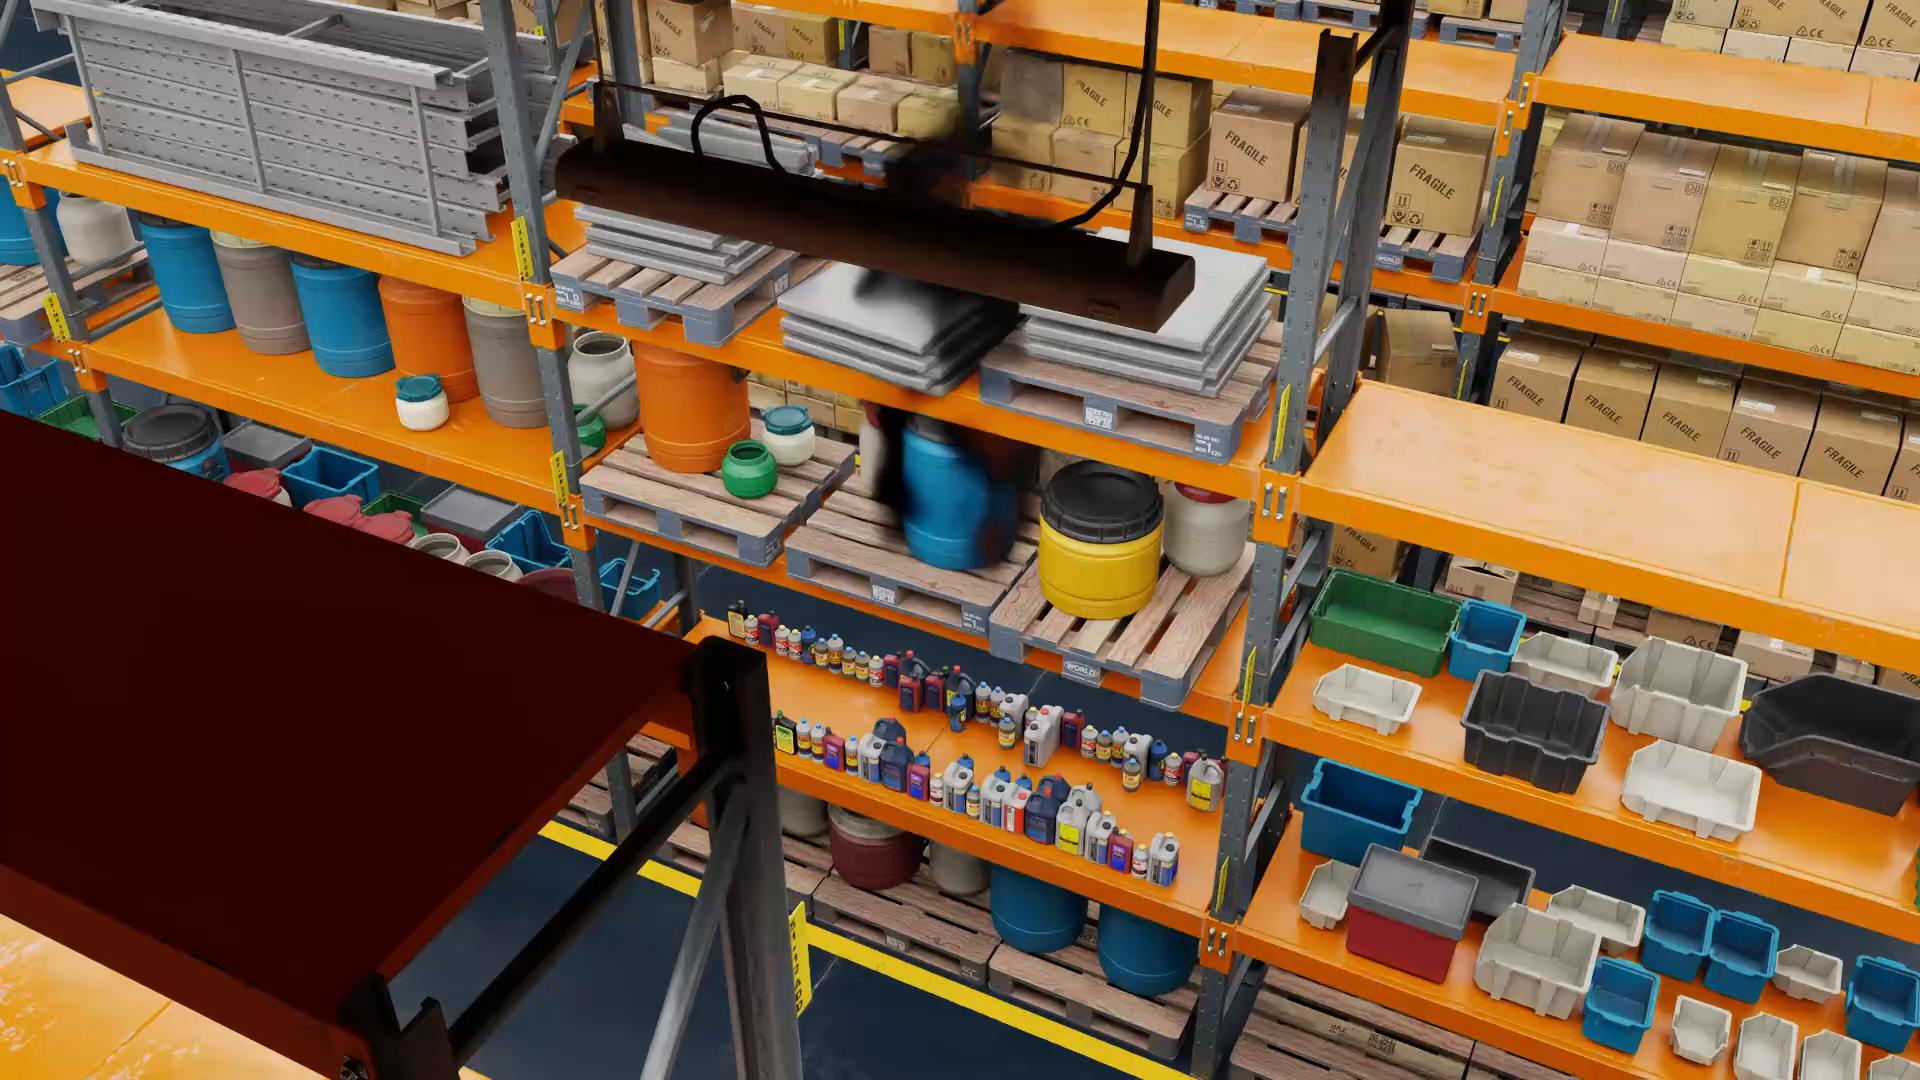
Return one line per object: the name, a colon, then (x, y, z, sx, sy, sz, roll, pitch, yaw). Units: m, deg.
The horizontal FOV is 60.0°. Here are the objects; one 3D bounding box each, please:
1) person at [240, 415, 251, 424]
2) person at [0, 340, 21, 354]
person: (-6.066, -1.326, 14.308, 0.914, 1.645, 0.575, 11, 37, 16)
person: (-8.583, -1.689, 14.789, 0.557, 1.759, 0.662, 3, 35, 4)
